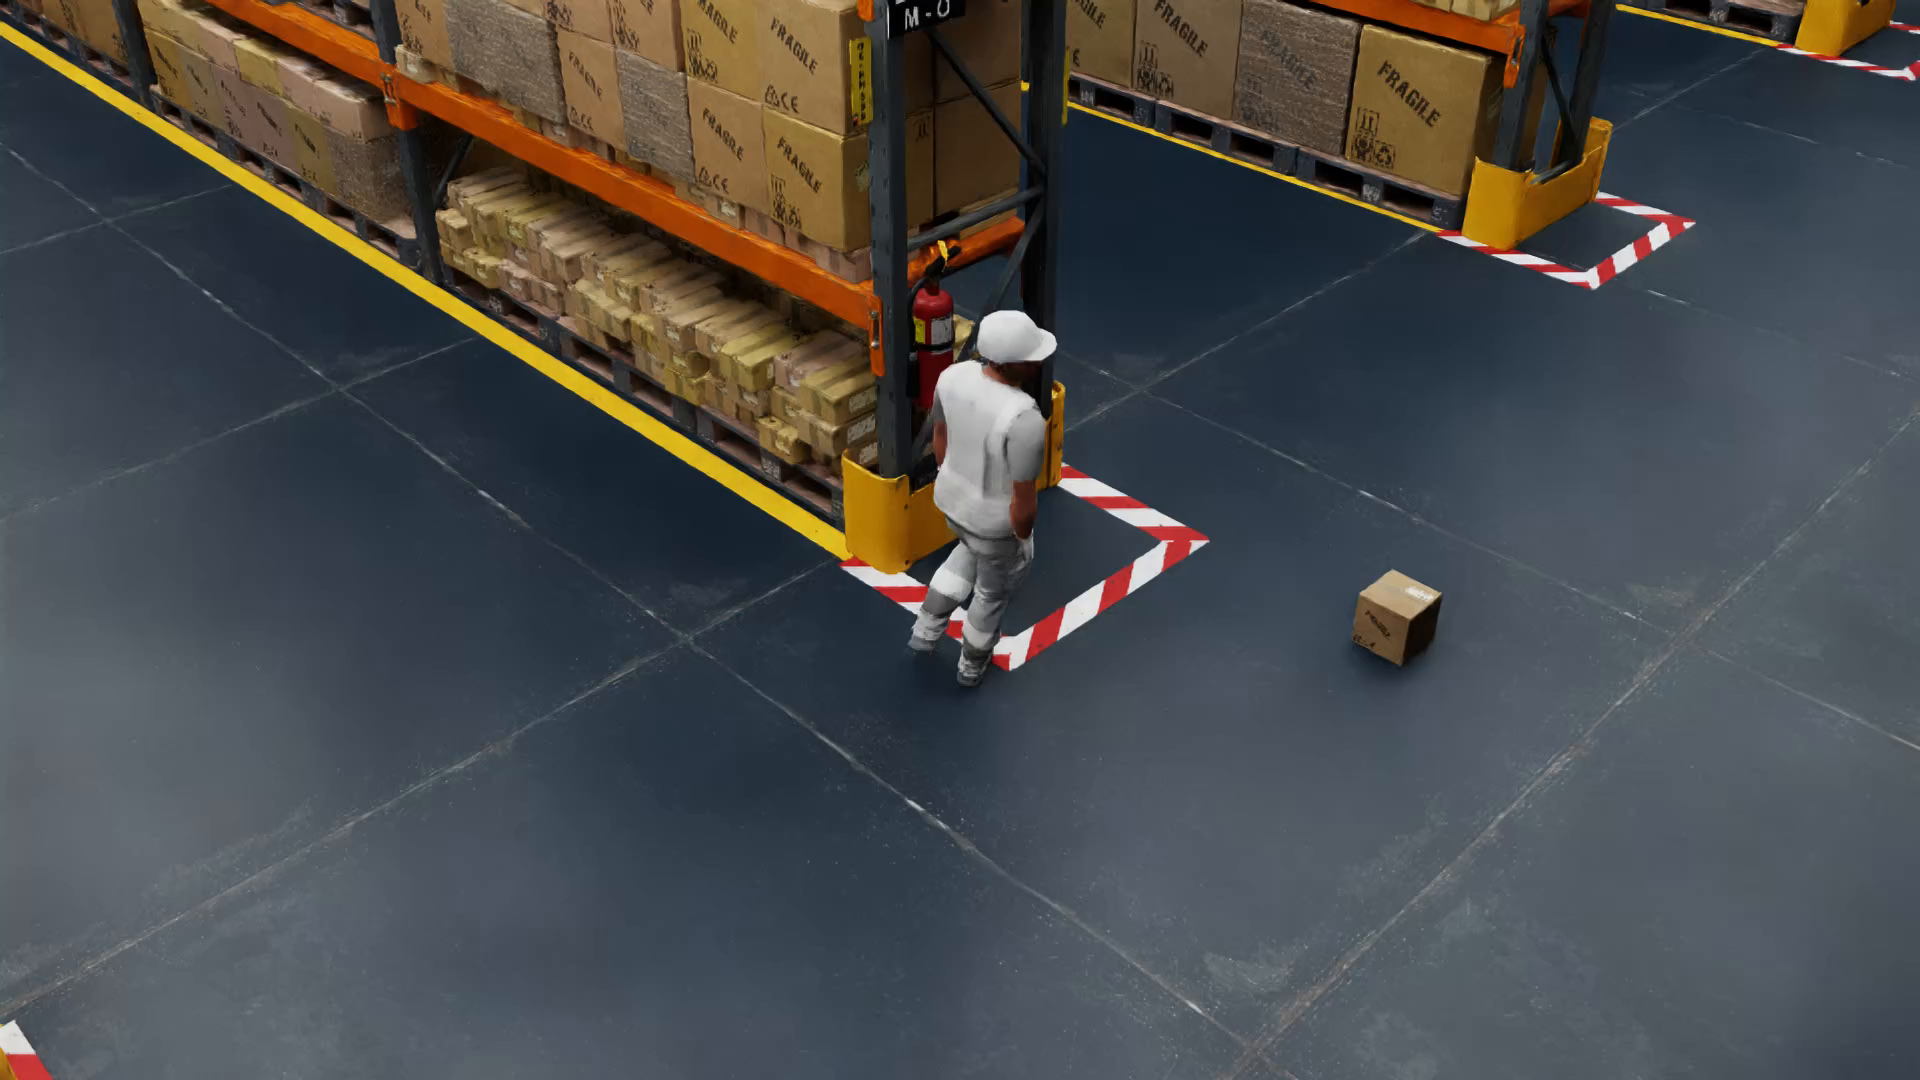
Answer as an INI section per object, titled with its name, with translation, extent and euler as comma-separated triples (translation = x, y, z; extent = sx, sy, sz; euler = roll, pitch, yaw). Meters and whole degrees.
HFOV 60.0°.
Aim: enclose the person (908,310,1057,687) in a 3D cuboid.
[person]
translation = 0.103, -0.137, 6.334
extent = 0.687, 1.776, 0.436
euler = 28, 44, 33
